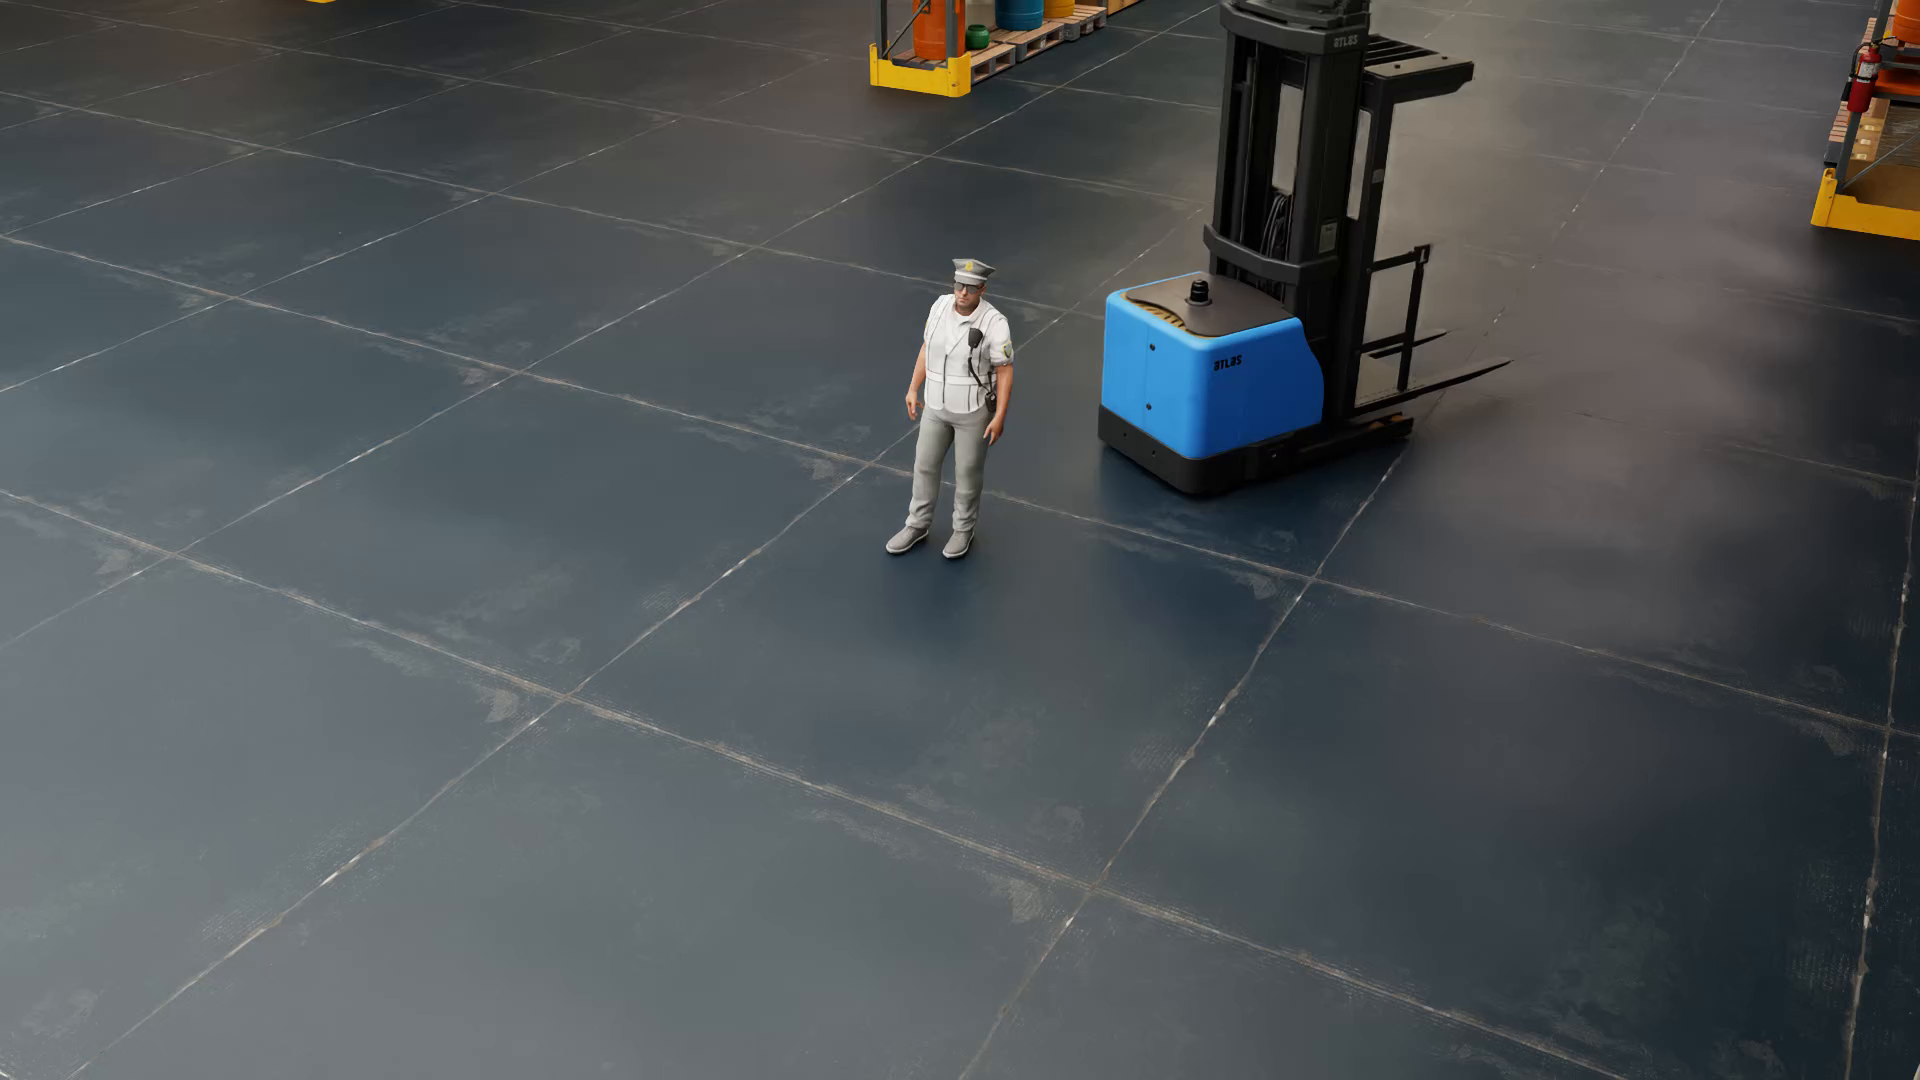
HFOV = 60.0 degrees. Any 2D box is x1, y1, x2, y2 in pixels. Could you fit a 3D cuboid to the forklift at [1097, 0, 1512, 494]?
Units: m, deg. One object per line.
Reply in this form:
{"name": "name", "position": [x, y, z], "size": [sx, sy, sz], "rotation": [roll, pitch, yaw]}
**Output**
{"name": "forklift", "position": [2.440, -2.095, 10.701], "size": [3.031, 2.935, 1.130], "rotation": [-17, 34, -27]}

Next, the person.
{"name": "person", "position": [-0.048, -0.747, 9.500], "size": [0.640, 1.780, 0.575], "rotation": [15, 33, 25]}
